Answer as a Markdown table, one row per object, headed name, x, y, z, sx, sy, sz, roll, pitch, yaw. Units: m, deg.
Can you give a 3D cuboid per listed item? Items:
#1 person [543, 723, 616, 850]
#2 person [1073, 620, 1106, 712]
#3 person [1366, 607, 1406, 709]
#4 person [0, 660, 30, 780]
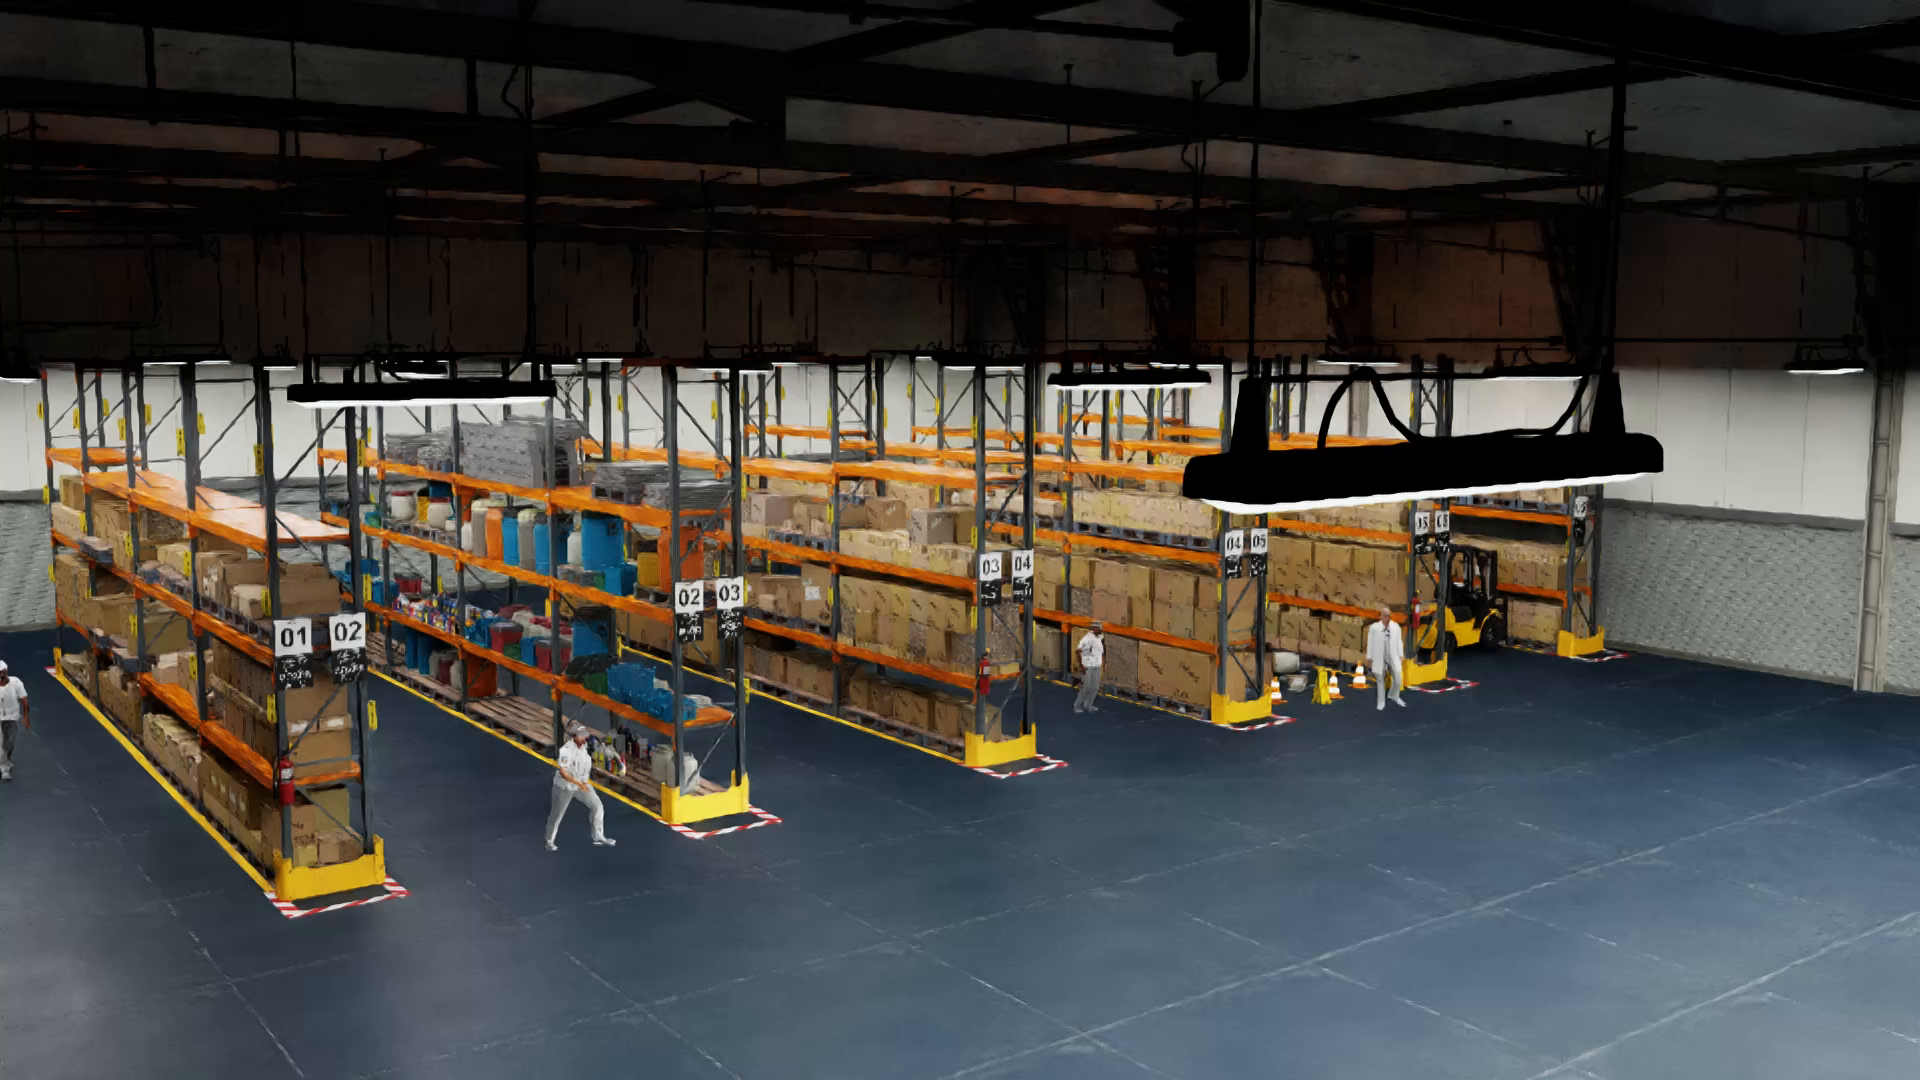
| name | x | y | z | sx | sy | sz | roll | pitch | yaw |
| --- | --- | --- | --- | --- | --- | --- | --- | --- | --- |
| person | -4.804 | 3.051 | 20.727 | 0.785 | 1.601 | 0.657 | 4 | 8 | 33 |
| person | 2.228 | 2.133 | 28.349 | 0.592 | 1.629 | 0.531 | -5 | 9 | -38 |
| person | 7.332 | 2.074 | 28.576 | 0.708 | 1.657 | 0.542 | 0 | 7 | 3 |
| person | -13.888 | 2.582 | 24.199 | 0.589 | 1.716 | 1.043 | -5 | 9 | -37 |
